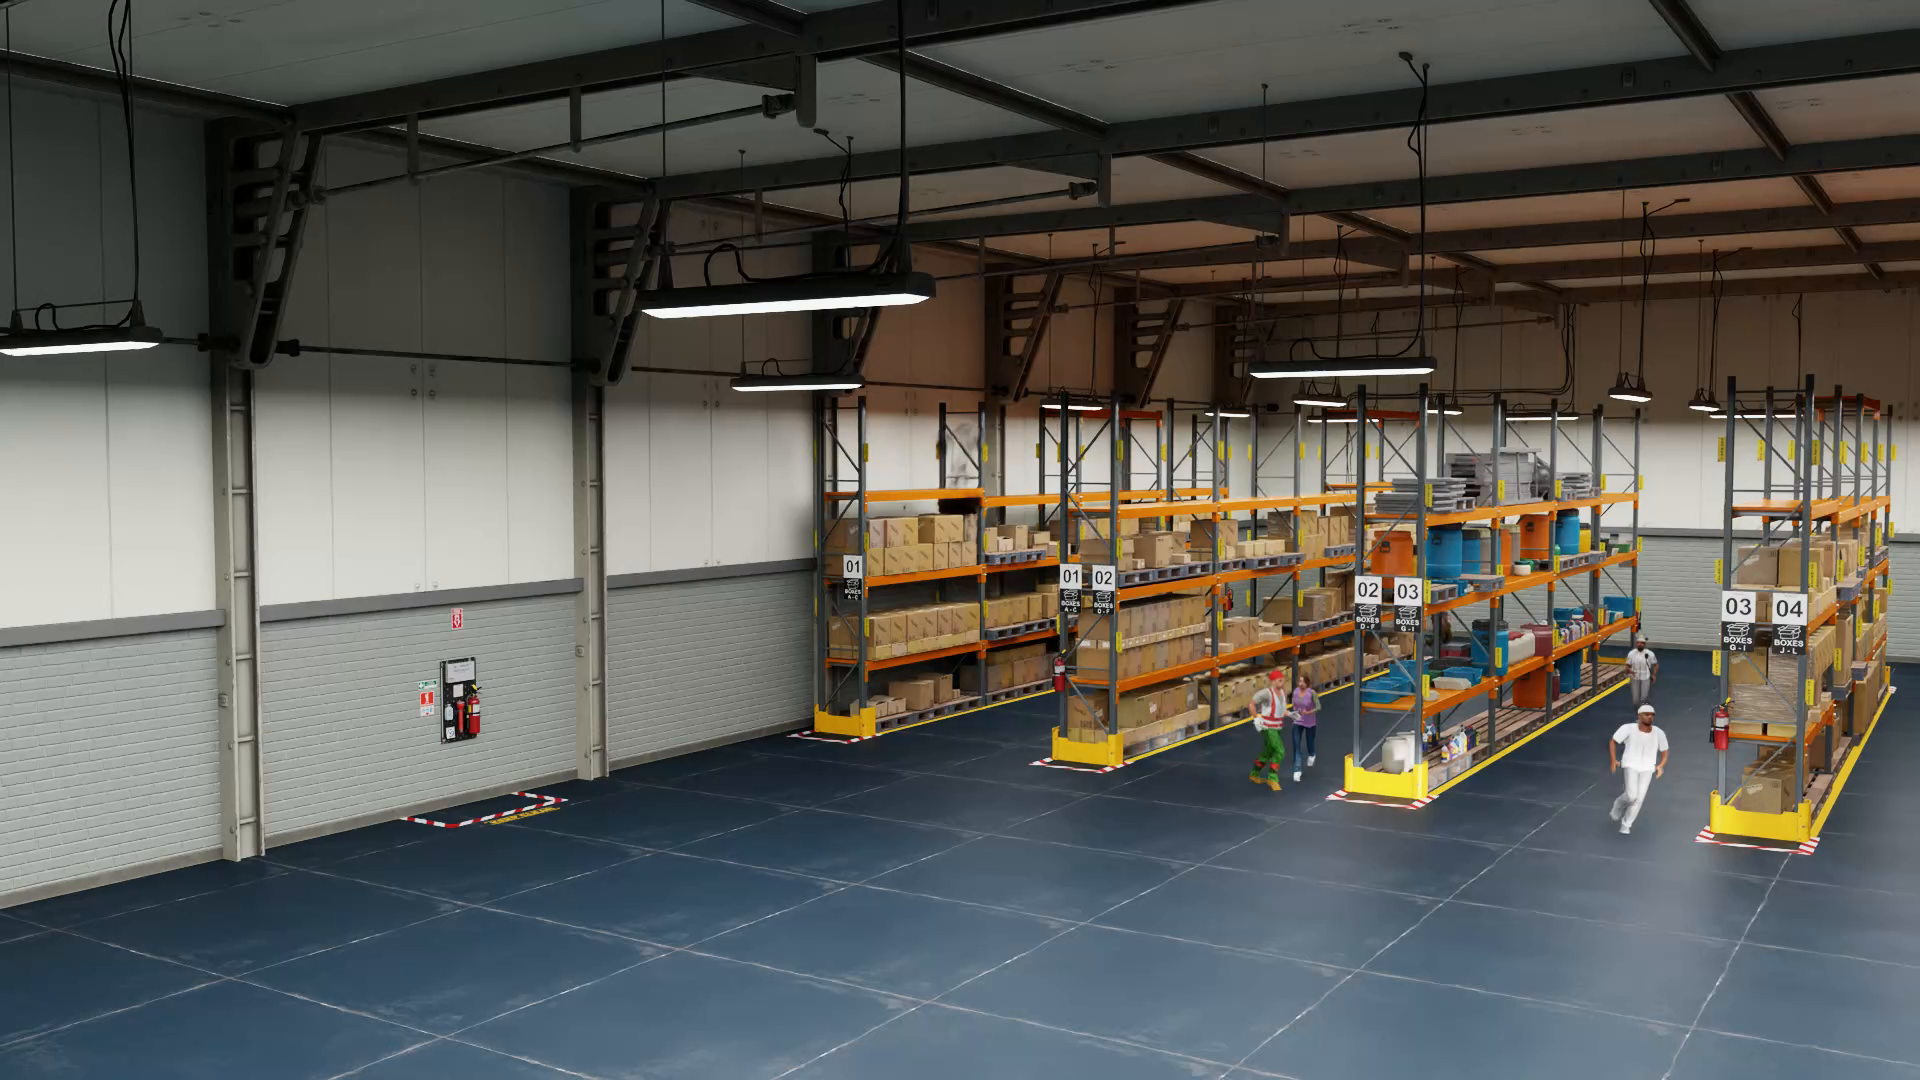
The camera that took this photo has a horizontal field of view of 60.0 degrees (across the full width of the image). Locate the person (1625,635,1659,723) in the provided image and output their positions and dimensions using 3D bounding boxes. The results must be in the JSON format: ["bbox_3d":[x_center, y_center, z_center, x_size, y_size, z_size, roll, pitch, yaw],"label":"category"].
[{"bbox_3d":[12.532,2.571,30.610,0.570,1.661,0.553,2,3,28],"label":"person"}]

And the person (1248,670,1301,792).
[{"bbox_3d":[4.643,2.824,24.721,0.854,1.799,0.577,3,4,44],"label":"person"}]

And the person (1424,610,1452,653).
[{"bbox_3d":[11.712,2.006,40.811,0.740,1.722,0.746,3,4,43],"label":"person"}]

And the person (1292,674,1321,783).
[{"bbox_3d":[5.340,2.870,25.637,0.495,1.626,0.974,1,3,22],"label":"person"}]

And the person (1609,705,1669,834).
[{"bbox_3d":[8.954,3.007,21.885,0.745,1.691,0.545,0,3,8],"label":"person"}]
